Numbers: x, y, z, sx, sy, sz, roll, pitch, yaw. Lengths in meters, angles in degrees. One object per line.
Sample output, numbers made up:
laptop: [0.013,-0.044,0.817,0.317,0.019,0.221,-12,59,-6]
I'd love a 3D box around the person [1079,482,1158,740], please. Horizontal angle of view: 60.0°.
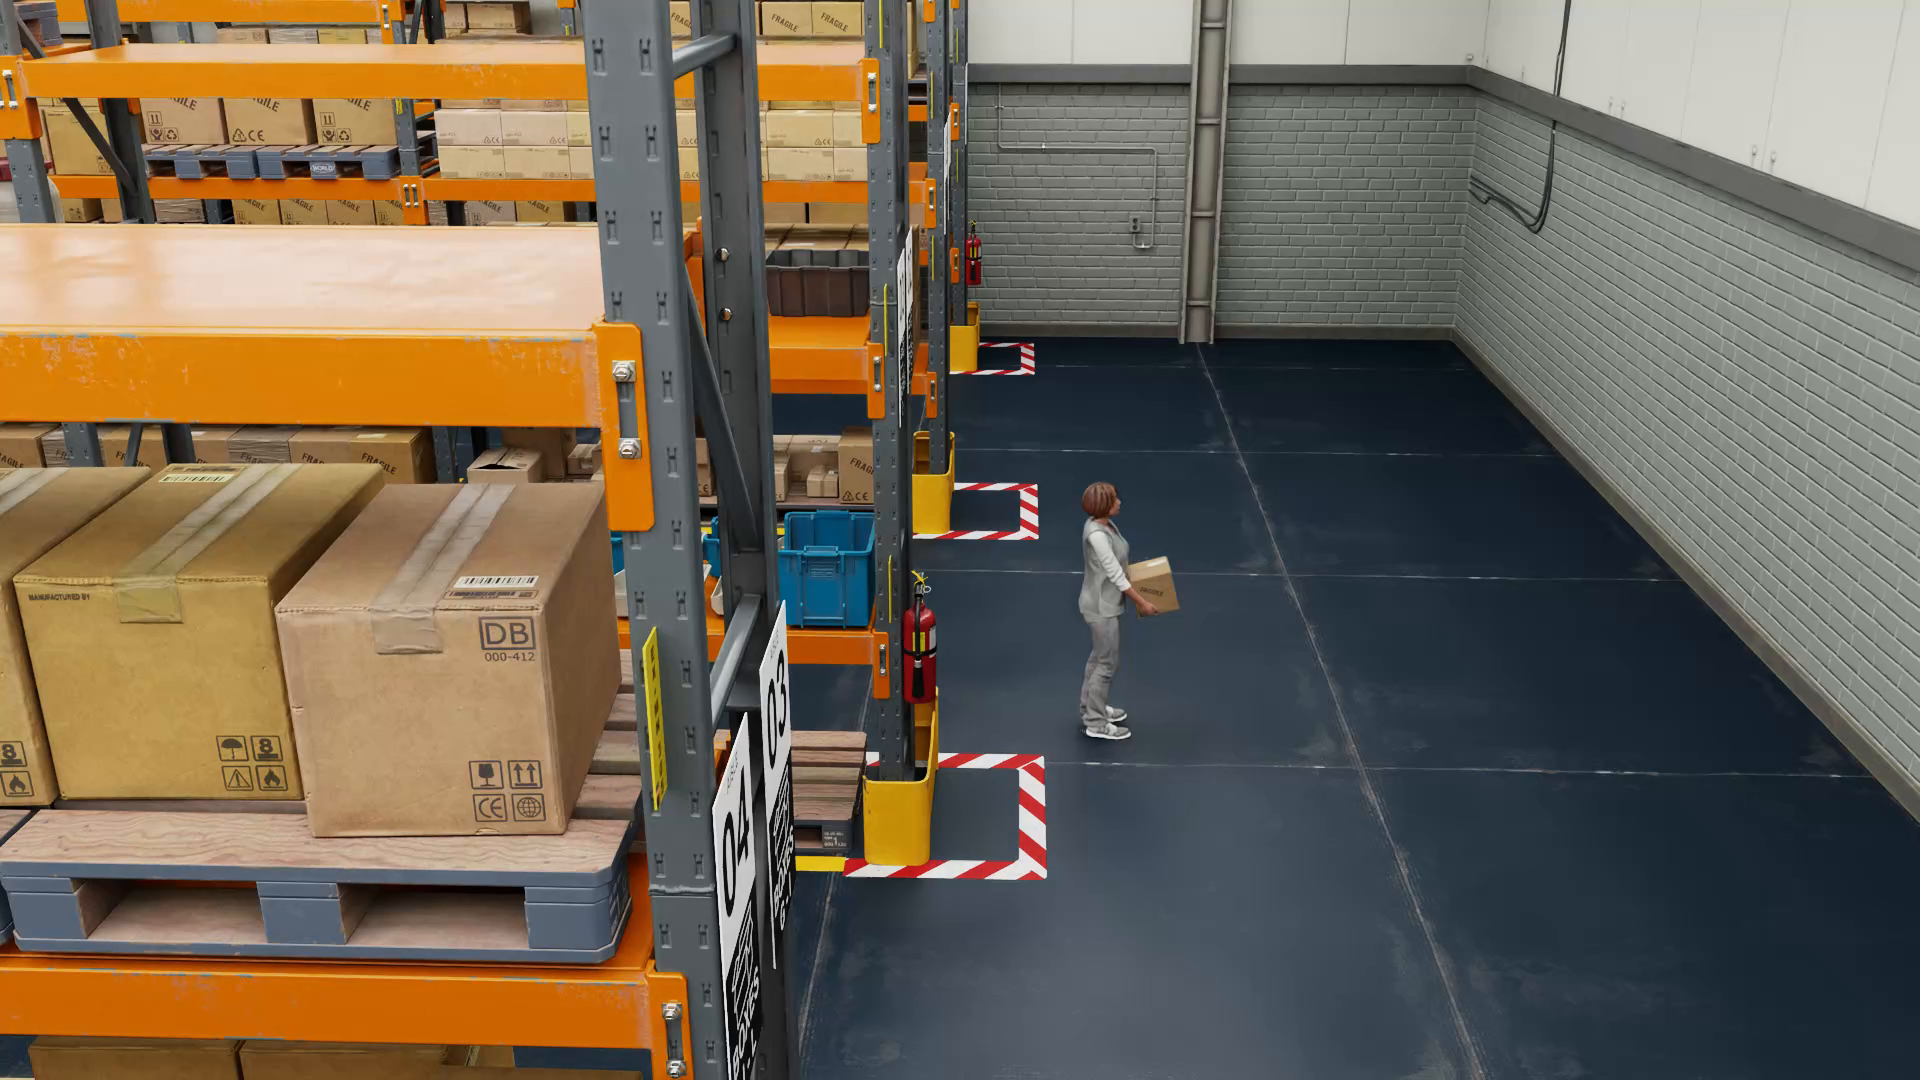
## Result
person: [0.954,0.416,10.018,0.481,1.594,0.412,2,21,6]
